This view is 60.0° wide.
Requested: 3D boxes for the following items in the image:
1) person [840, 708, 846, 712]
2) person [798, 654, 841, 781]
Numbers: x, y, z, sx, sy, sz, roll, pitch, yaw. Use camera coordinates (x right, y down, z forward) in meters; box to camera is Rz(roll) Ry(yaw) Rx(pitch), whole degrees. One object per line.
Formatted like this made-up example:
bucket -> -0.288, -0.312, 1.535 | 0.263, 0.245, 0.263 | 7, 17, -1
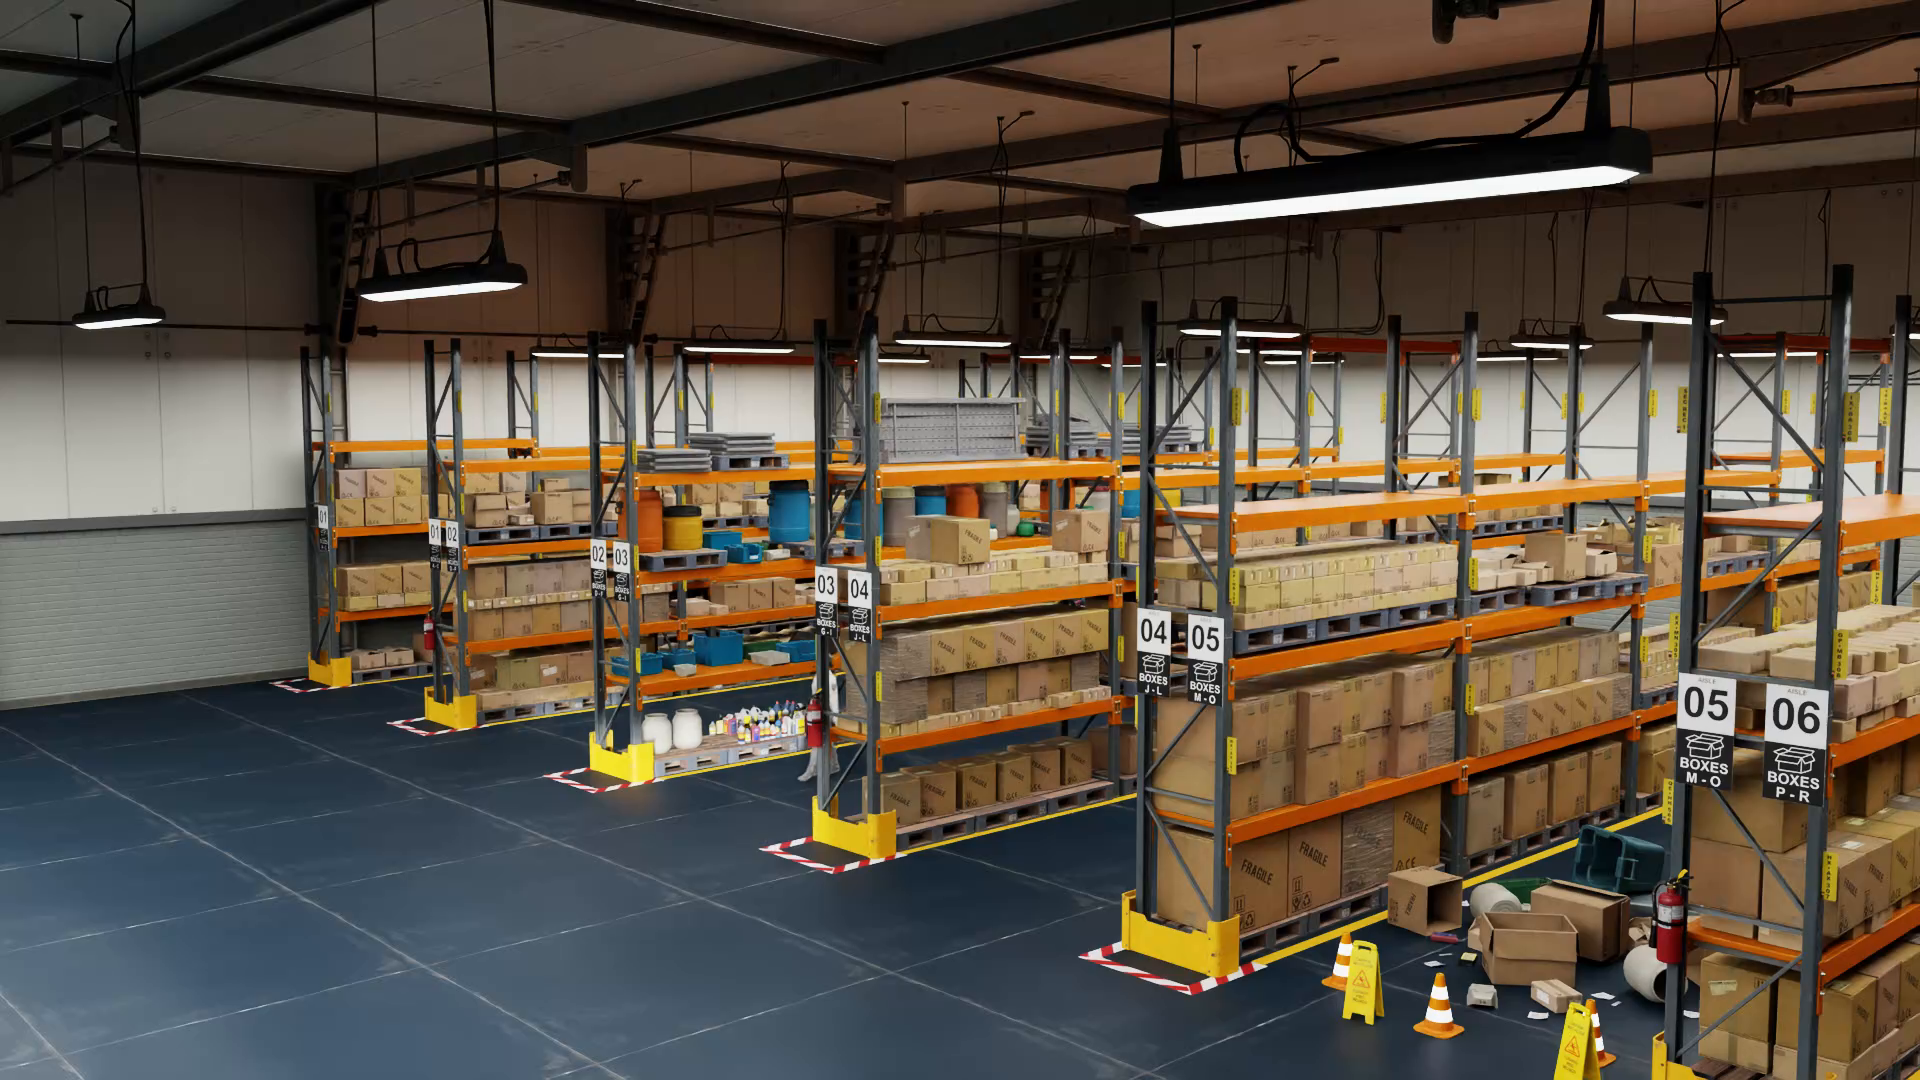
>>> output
person -> -1.537, 2.015, 26.856 | 0.971, 1.541, 0.494 | -4, 7, -39
person -> -1.930, 2.354, 22.477 | 0.658, 1.679, 0.560 | -2, 5, -19
